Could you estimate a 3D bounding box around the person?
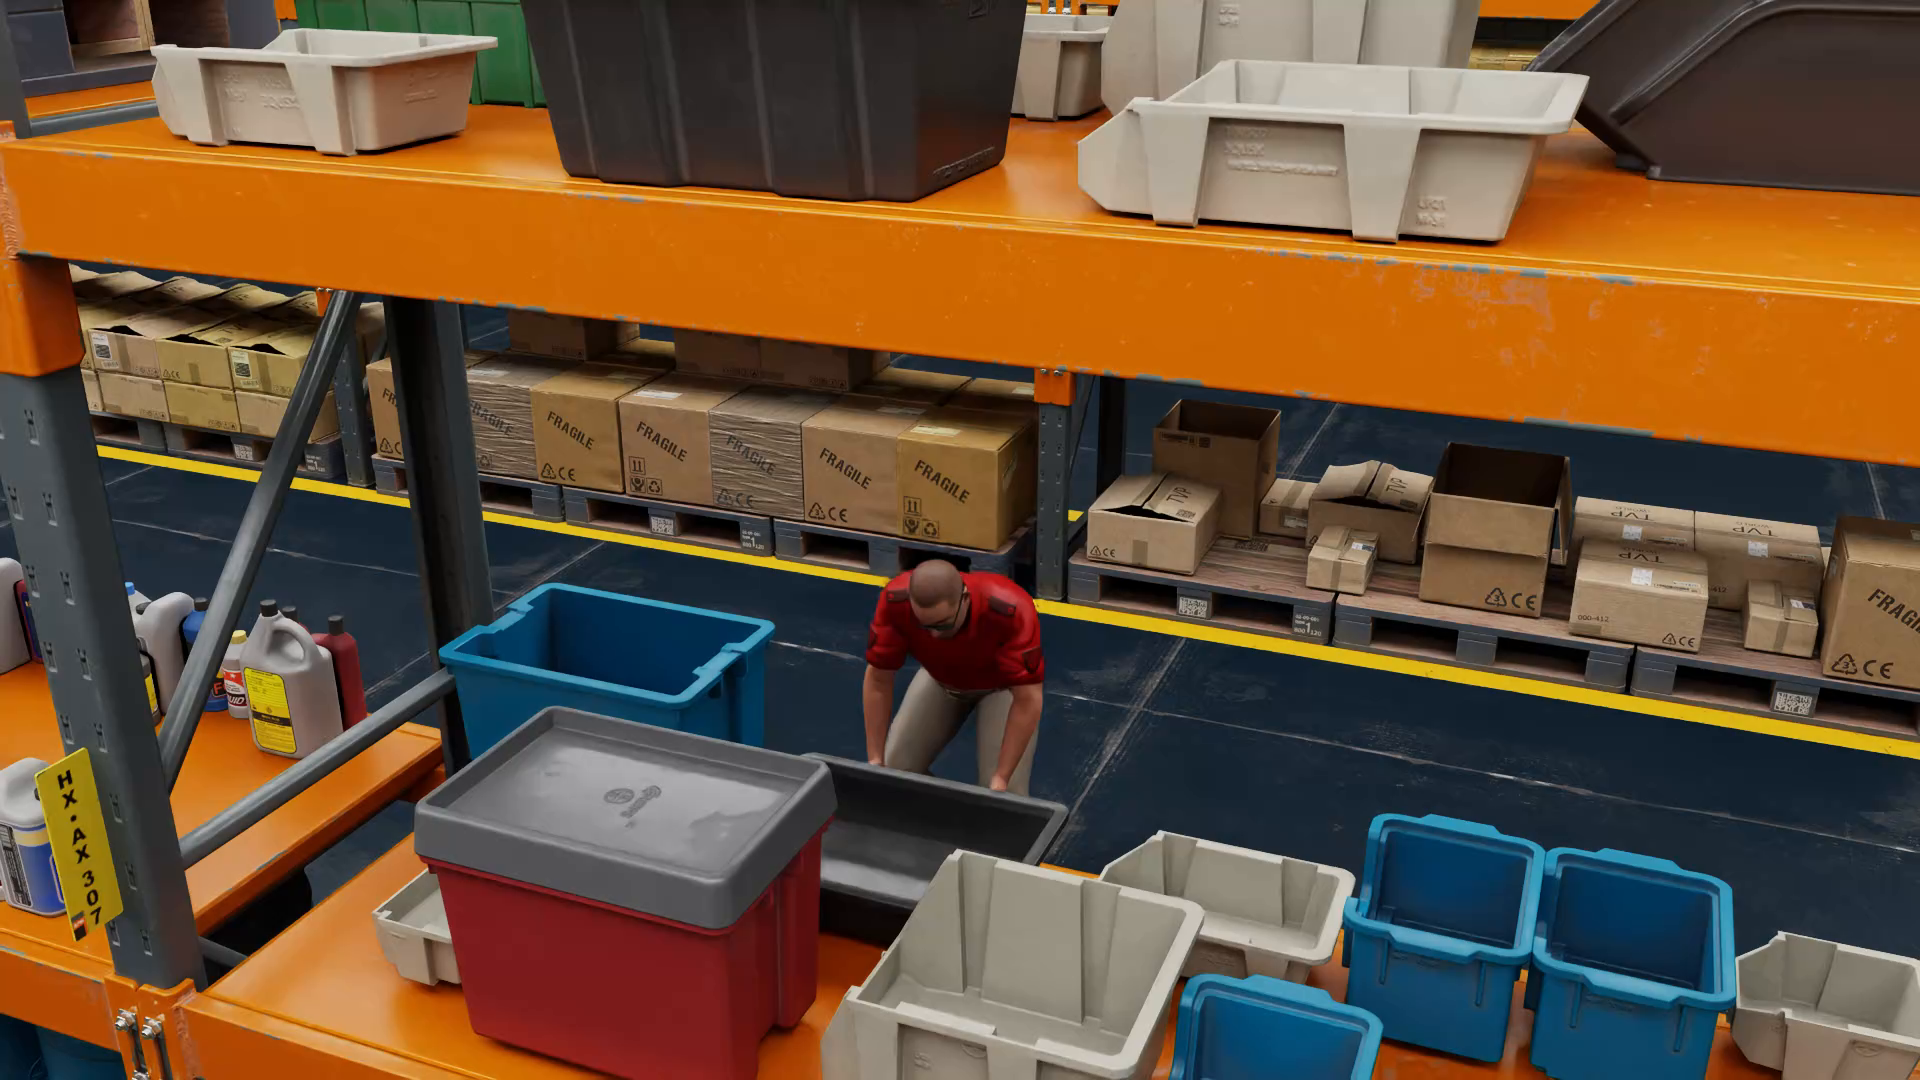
[{"bbox_3d":[0.026,0.555,5.343,0.588,1.289,0.770,9,24,20],"label":"person"}]
